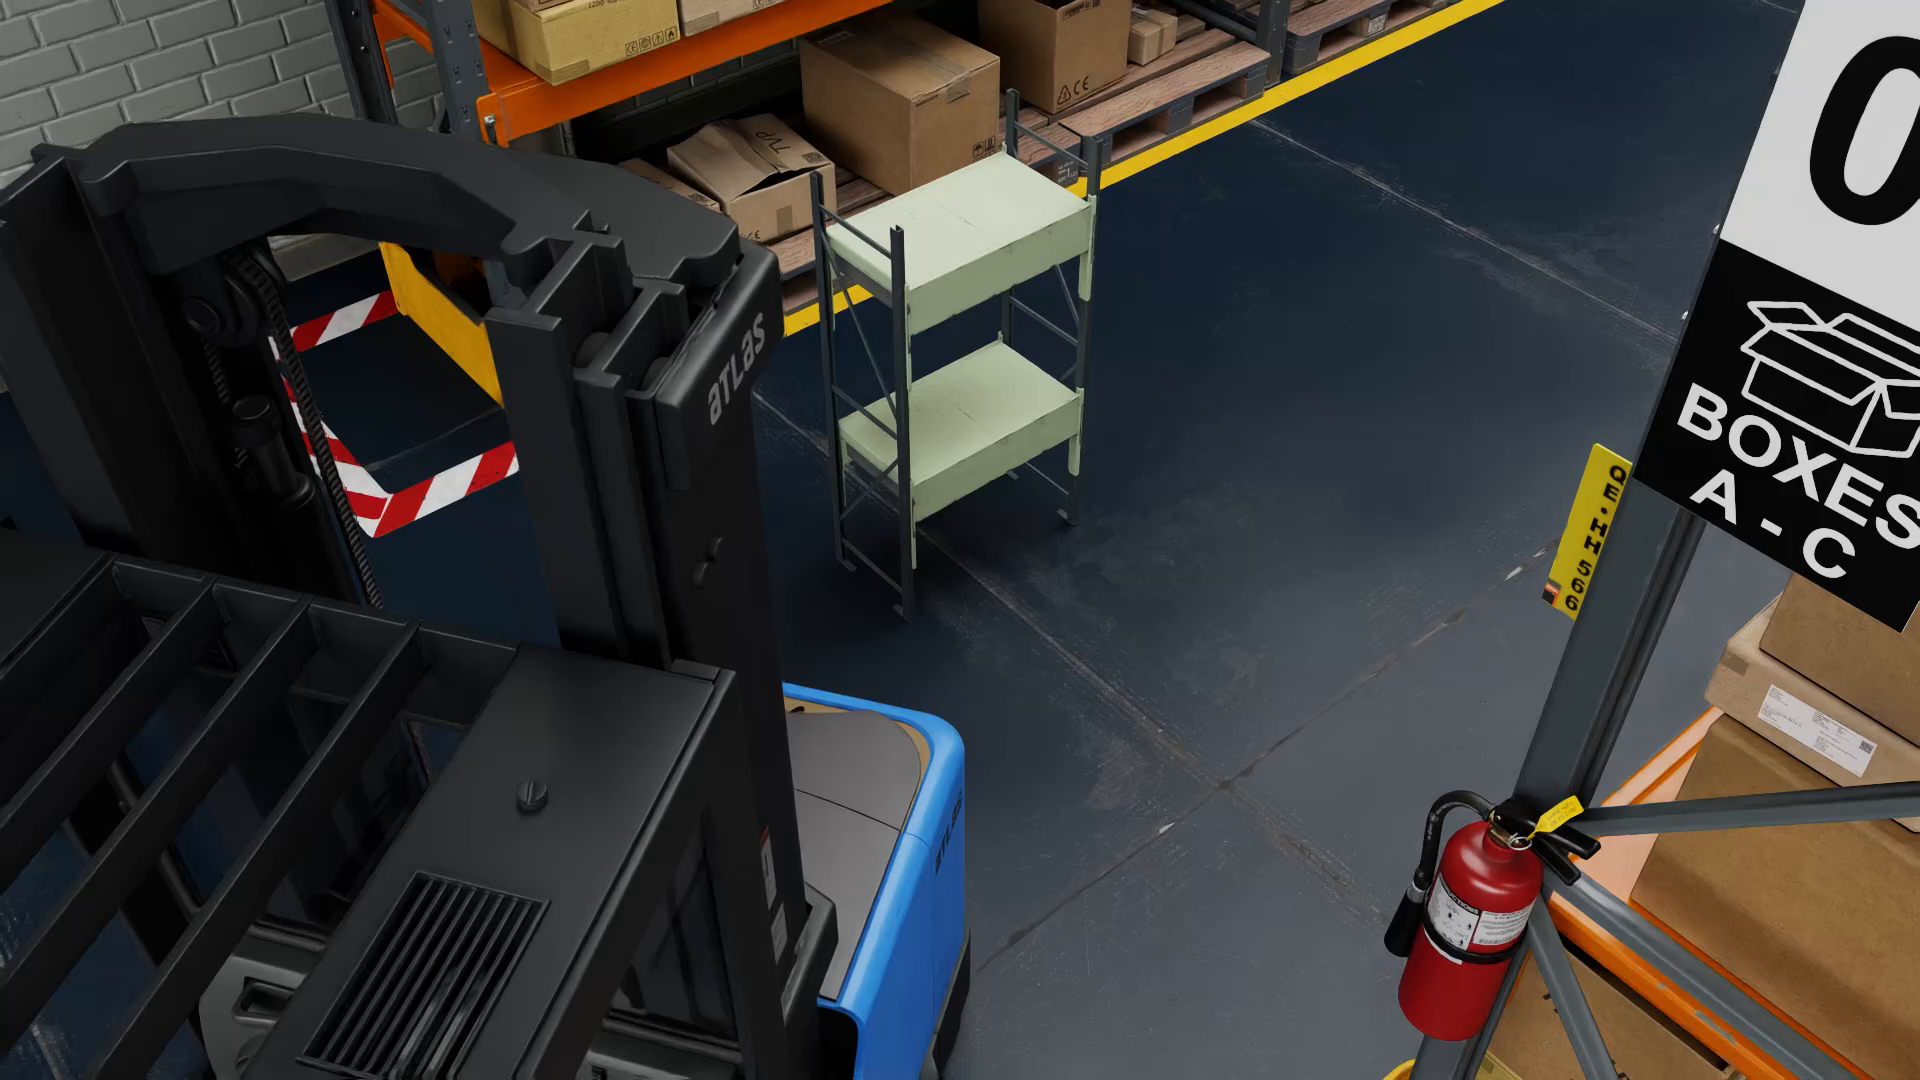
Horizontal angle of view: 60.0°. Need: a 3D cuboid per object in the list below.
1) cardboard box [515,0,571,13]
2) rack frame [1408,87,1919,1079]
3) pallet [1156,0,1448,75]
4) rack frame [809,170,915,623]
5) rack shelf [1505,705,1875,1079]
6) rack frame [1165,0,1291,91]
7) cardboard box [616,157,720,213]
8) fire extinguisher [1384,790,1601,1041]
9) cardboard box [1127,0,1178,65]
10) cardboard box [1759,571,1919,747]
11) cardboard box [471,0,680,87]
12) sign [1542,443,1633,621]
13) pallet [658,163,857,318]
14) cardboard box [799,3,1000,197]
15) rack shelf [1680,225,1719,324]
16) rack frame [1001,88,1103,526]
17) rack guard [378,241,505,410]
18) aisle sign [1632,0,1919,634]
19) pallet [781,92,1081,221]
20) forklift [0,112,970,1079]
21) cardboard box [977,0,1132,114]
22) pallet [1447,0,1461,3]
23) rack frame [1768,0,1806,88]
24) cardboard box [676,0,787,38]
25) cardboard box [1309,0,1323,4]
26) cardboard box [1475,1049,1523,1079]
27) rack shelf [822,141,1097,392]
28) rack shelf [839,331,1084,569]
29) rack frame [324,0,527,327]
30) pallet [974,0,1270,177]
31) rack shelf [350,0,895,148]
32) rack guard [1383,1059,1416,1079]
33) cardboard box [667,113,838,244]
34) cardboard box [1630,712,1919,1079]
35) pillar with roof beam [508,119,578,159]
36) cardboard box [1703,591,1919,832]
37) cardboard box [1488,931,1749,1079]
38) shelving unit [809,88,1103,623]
[{"bbox_3d":[-1.315,-2.077,5.317,0.500,0.500,0.500,-30,51,-28],"label":"cardboard box"},{"bbox_3d":[1.307,0.801,2.706,0.127,3.000,1.000,-30,51,-28],"label":"rack frame"},{"bbox_3d":[1.790,-2.882,8.665,1.213,0.211,1.003,-30,51,-28],"label":"pallet"},{"bbox_3d":[-0.286,-0.383,5.062,0.023,1.500,0.400,-30,51,-28],"label":"rack frame"},{"bbox_3d":[2.841,0.184,3.888,4.000,0.370,1.077,-30,51,-28],"label":"rack shelf"},{"bbox_3d":[1.194,-3.556,7.345,0.127,3.000,1.000,-30,51,-28],"label":"rack frame"},{"bbox_3d":[-1.286,-1.236,6.517,0.500,0.311,0.500,33,52,30],"label":"cardboard box"},{"bbox_3d":[0.918,0.637,2.937,0.183,0.674,0.296,-30,51,-28],"label":"fire extinguisher"},{"bbox_3d":[0.803,-2.433,7.897,0.380,0.166,0.250,32,52,30],"label":"cardboard box"},{"bbox_3d":[1.714,0.070,2.464,0.500,0.500,0.700,-30,51,-28],"label":"cardboard box"},{"bbox_3d":[-1.296,-1.799,5.569,0.500,0.250,0.500,-31,51,-29],"label":"cardboard box"},{"bbox_3d":[0.969,0.001,2.539,0.005,0.325,0.100,-30,51,-28],"label":"sign"},{"bbox_3d":[-1.170,-1.154,6.825,1.213,0.211,1.003,-30,51,-28],"label":"pallet"},{"bbox_3d":[-0.254,-1.851,7.034,0.500,0.500,0.700,-33,52,-30],"label":"cardboard box"},{"bbox_3d":[2.841,-0.909,2.861,4.000,0.370,1.077,-30,51,-28],"label":"rack shelf"},{"bbox_3d":[0.276,-0.705,5.405,0.023,1.500,0.400,-30,51,-28],"label":"rack frame"},{"bbox_3d":[-1.816,-0.921,6.366,0.348,0.500,1.175,-30,51,-28],"label":"rack guard"},{"bbox_3d":[1.068,-0.272,1.950,0.004,0.787,0.394,-30,51,-28],"label":"aisle sign"},{"bbox_3d":[-0.235,-1.687,7.392,1.213,0.211,1.003,-30,51,-28],"label":"pallet"},{"bbox_3d":[-0.866,1.003,2.541,1.130,2.935,3.031,11,44,11],"label":"forklift"},{"bbox_3d":[0.424,-2.328,7.542,0.500,0.500,0.500,-34,53,-31],"label":"cardboard box"},{"bbox_3d":[2.727,-3.421,9.238,1.213,0.211,1.003,-30,51,-28],"label":"pallet"},{"bbox_3d":[1.307,-1.386,0.653,0.127,3.000,1.000,-30,51,-28],"label":"rack frame"},{"bbox_3d":[-0.907,-2.035,5.820,0.500,0.250,0.500,-31,52,-29],"label":"cardboard box"},{"bbox_3d":[1.748,-3.137,8.404,0.500,0.500,0.700,-28,50,-27],"label":"cardboard box"},{"bbox_3d":[1.529,1.259,3.920,0.500,0.250,0.500,-30,51,-28],"label":"cardboard box"},{"bbox_3d":[-0.005,-0.828,4.966,0.720,0.370,0.431,-30,51,-28],"label":"rack shelf"},{"bbox_3d":[-0.005,-0.306,5.457,0.720,0.370,0.431,-30,51,-28],"label":"rack shelf"},{"bbox_3d":[-1.874,-1.799,5.474,0.127,3.000,1.000,-30,51,-28],"label":"rack frame"},{"bbox_3d":[0.702,-2.226,7.966,1.213,0.211,1.003,-30,51,-28],"label":"pallet"},{"bbox_3d":[-0.340,-2.415,6.656,4.000,0.370,1.077,-30,51,-28],"label":"rack shelf"},{"bbox_3d":[1.289,1.722,3.551,0.348,0.500,1.175,-30,51,-28],"label":"rack guard"},{"bbox_3d":[-0.848,-1.486,6.784,0.500,0.311,0.500,-26,49,-25],"label":"cardboard box"},{"bbox_3d":[1.673,0.566,2.883,0.500,0.500,0.700,-30,51,-28],"label":"cardboard box"},{"bbox_3d":[0.870,-2.487,1.825,0.400,9.000,9.100,-30,51,-28],"label":"pillar with roof beam"},{"bbox_3d":[1.478,0.260,2.735,0.250,0.149,0.380,-31,51,-28],"label":"cardboard box"},{"bbox_3d":[1.527,0.985,3.664,0.500,0.500,0.500,-30,51,-28],"label":"cardboard box"},{"bbox_3d":[-0.005,-0.544,5.233,0.755,1.500,0.431,-30,51,-28],"label":"shelving unit"}]
